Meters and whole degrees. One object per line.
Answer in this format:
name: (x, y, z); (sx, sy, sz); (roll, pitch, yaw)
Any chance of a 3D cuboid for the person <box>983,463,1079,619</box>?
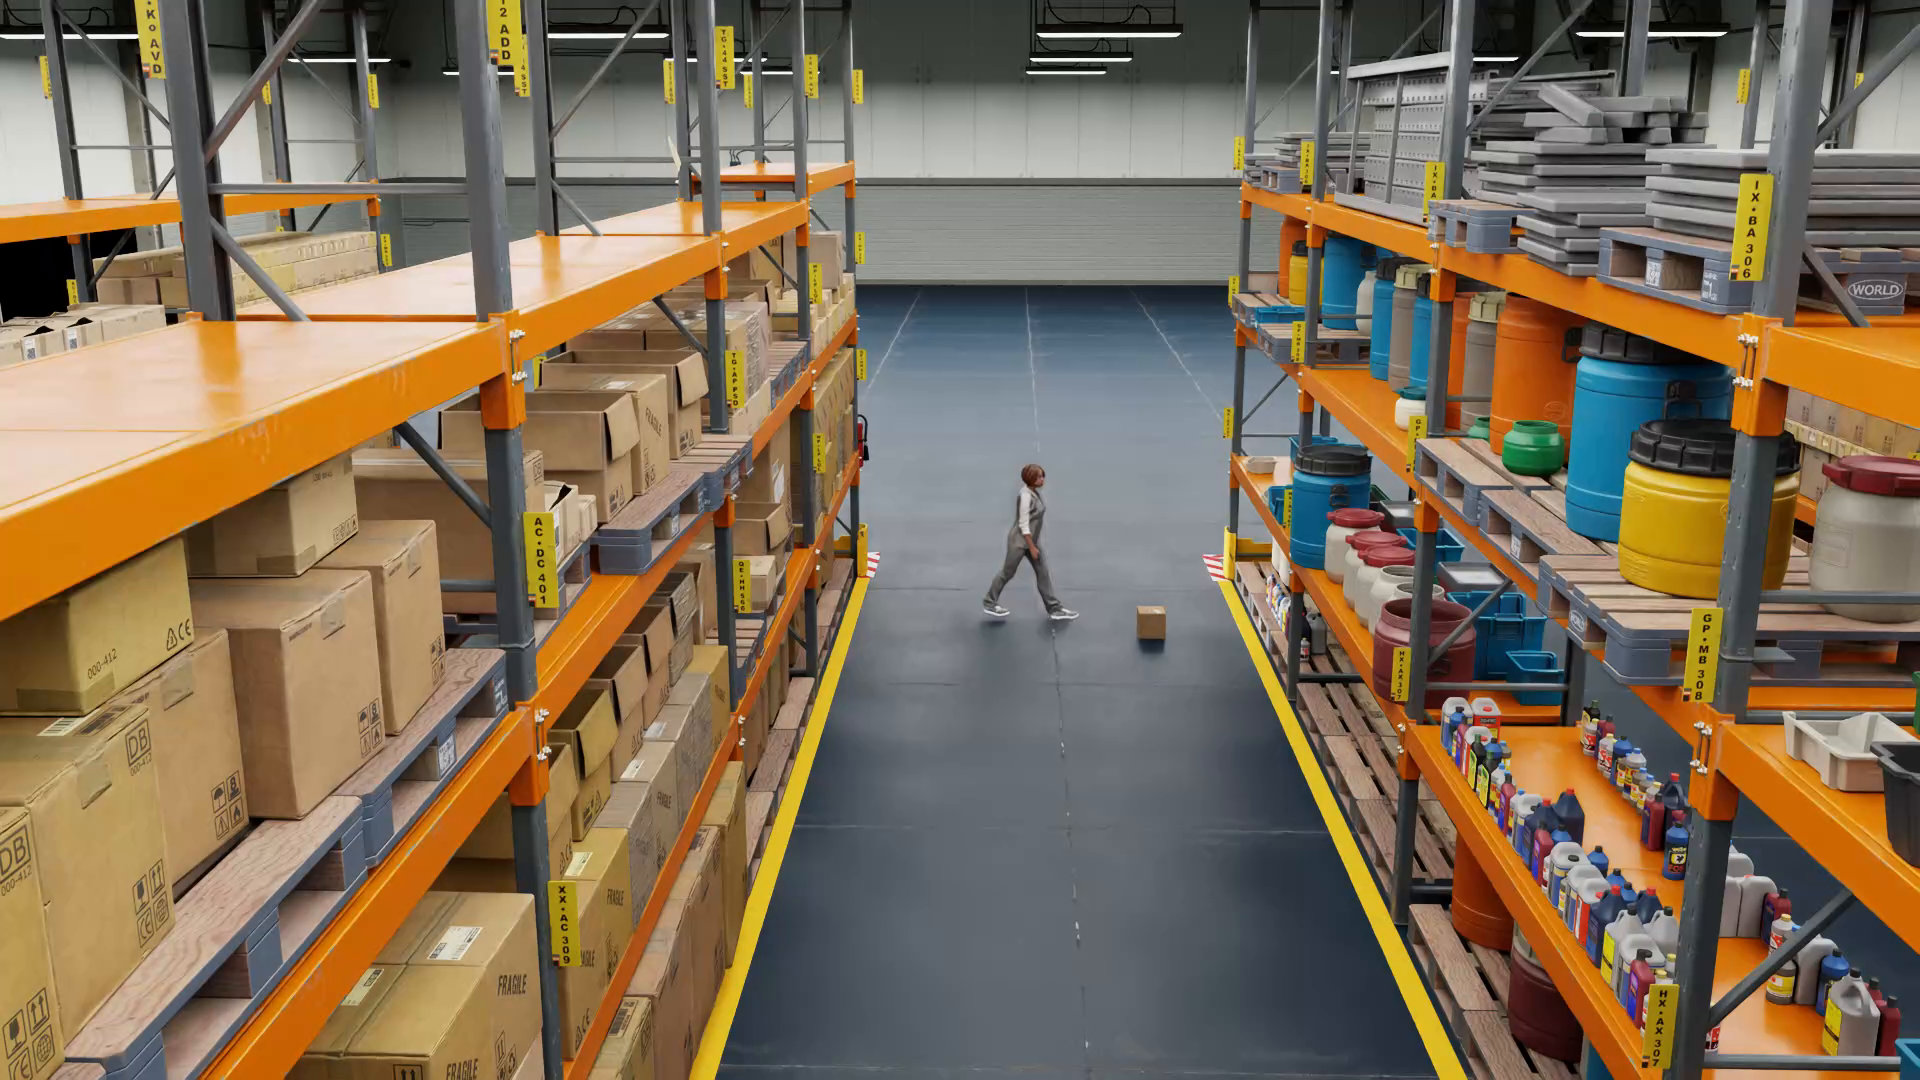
person: (0.662, 0.018, 15.935); (0.950, 1.530, 0.443); (6, 15, 21)
